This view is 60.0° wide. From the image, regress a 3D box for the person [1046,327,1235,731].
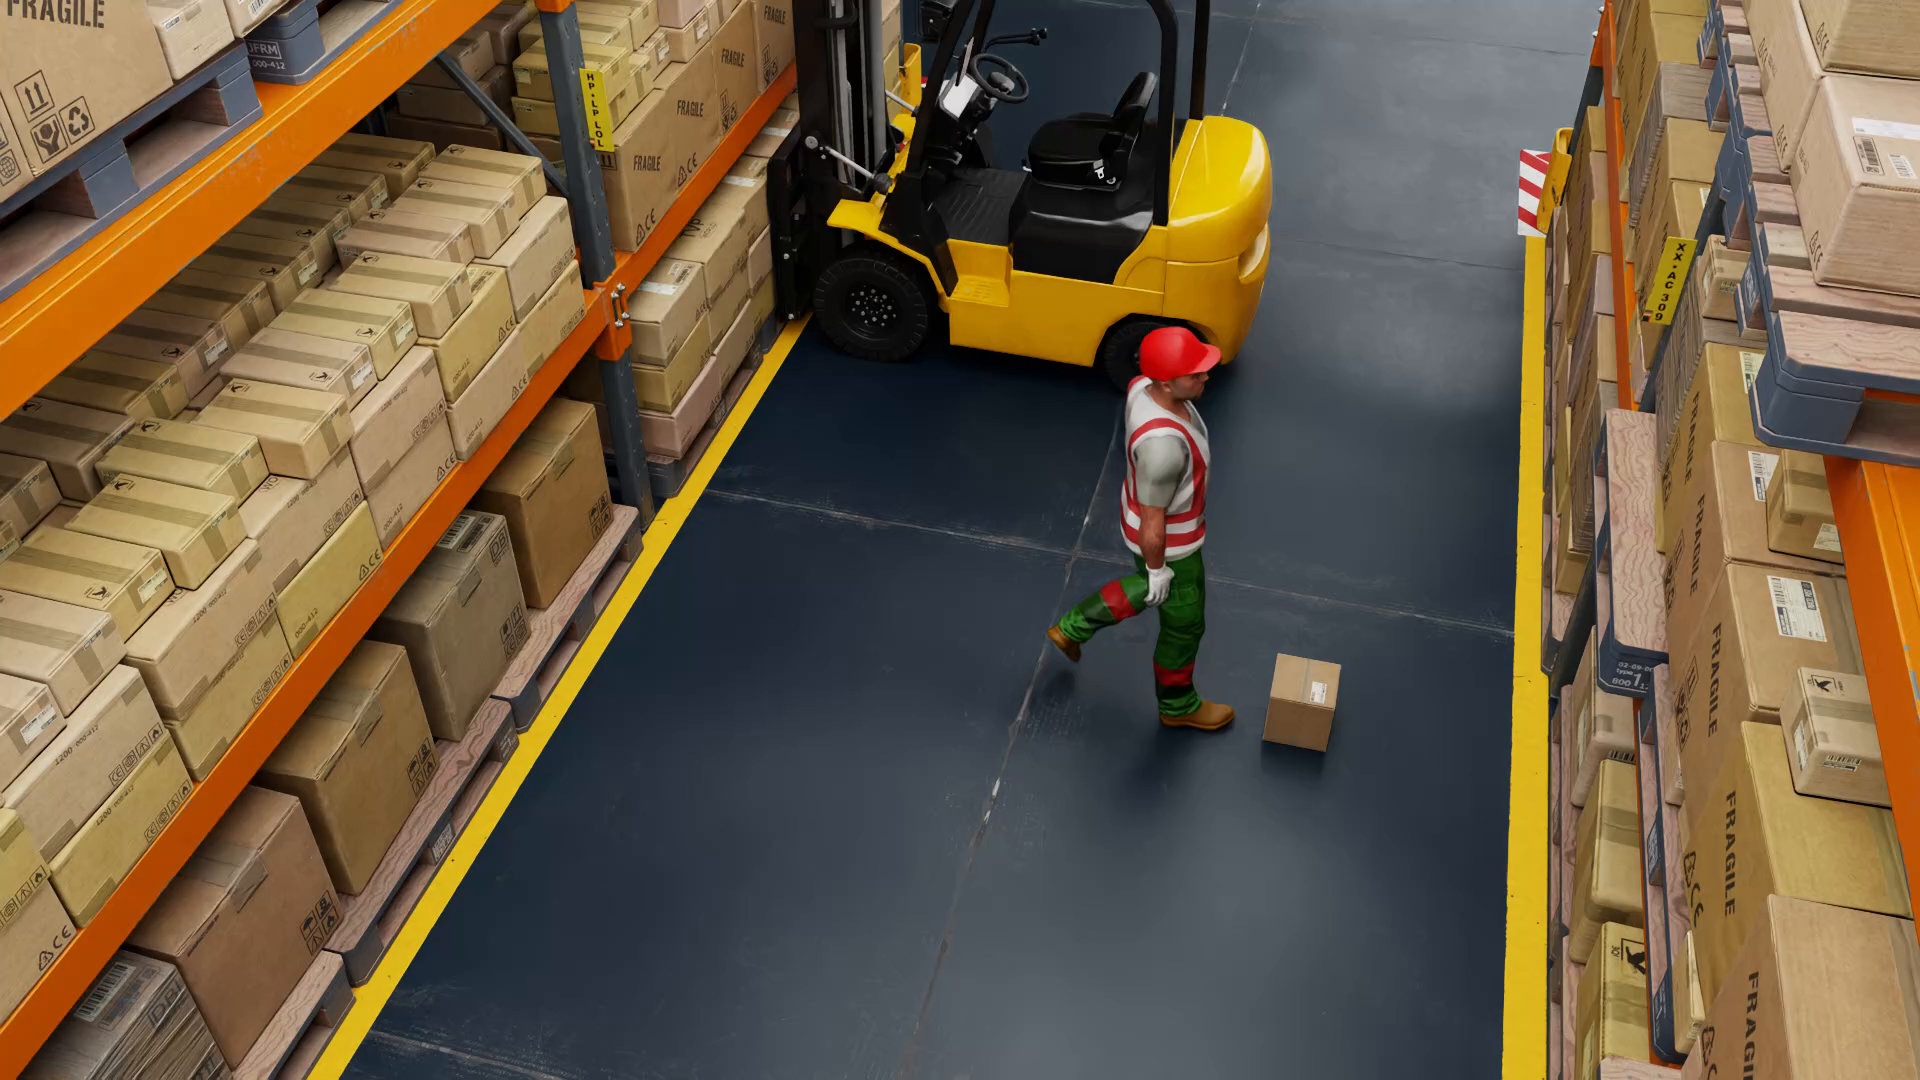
[{"bbox_3d":[0.720,-0.046,6.185,0.754,1.776,0.571,0,41,0],"label":"person"}]
